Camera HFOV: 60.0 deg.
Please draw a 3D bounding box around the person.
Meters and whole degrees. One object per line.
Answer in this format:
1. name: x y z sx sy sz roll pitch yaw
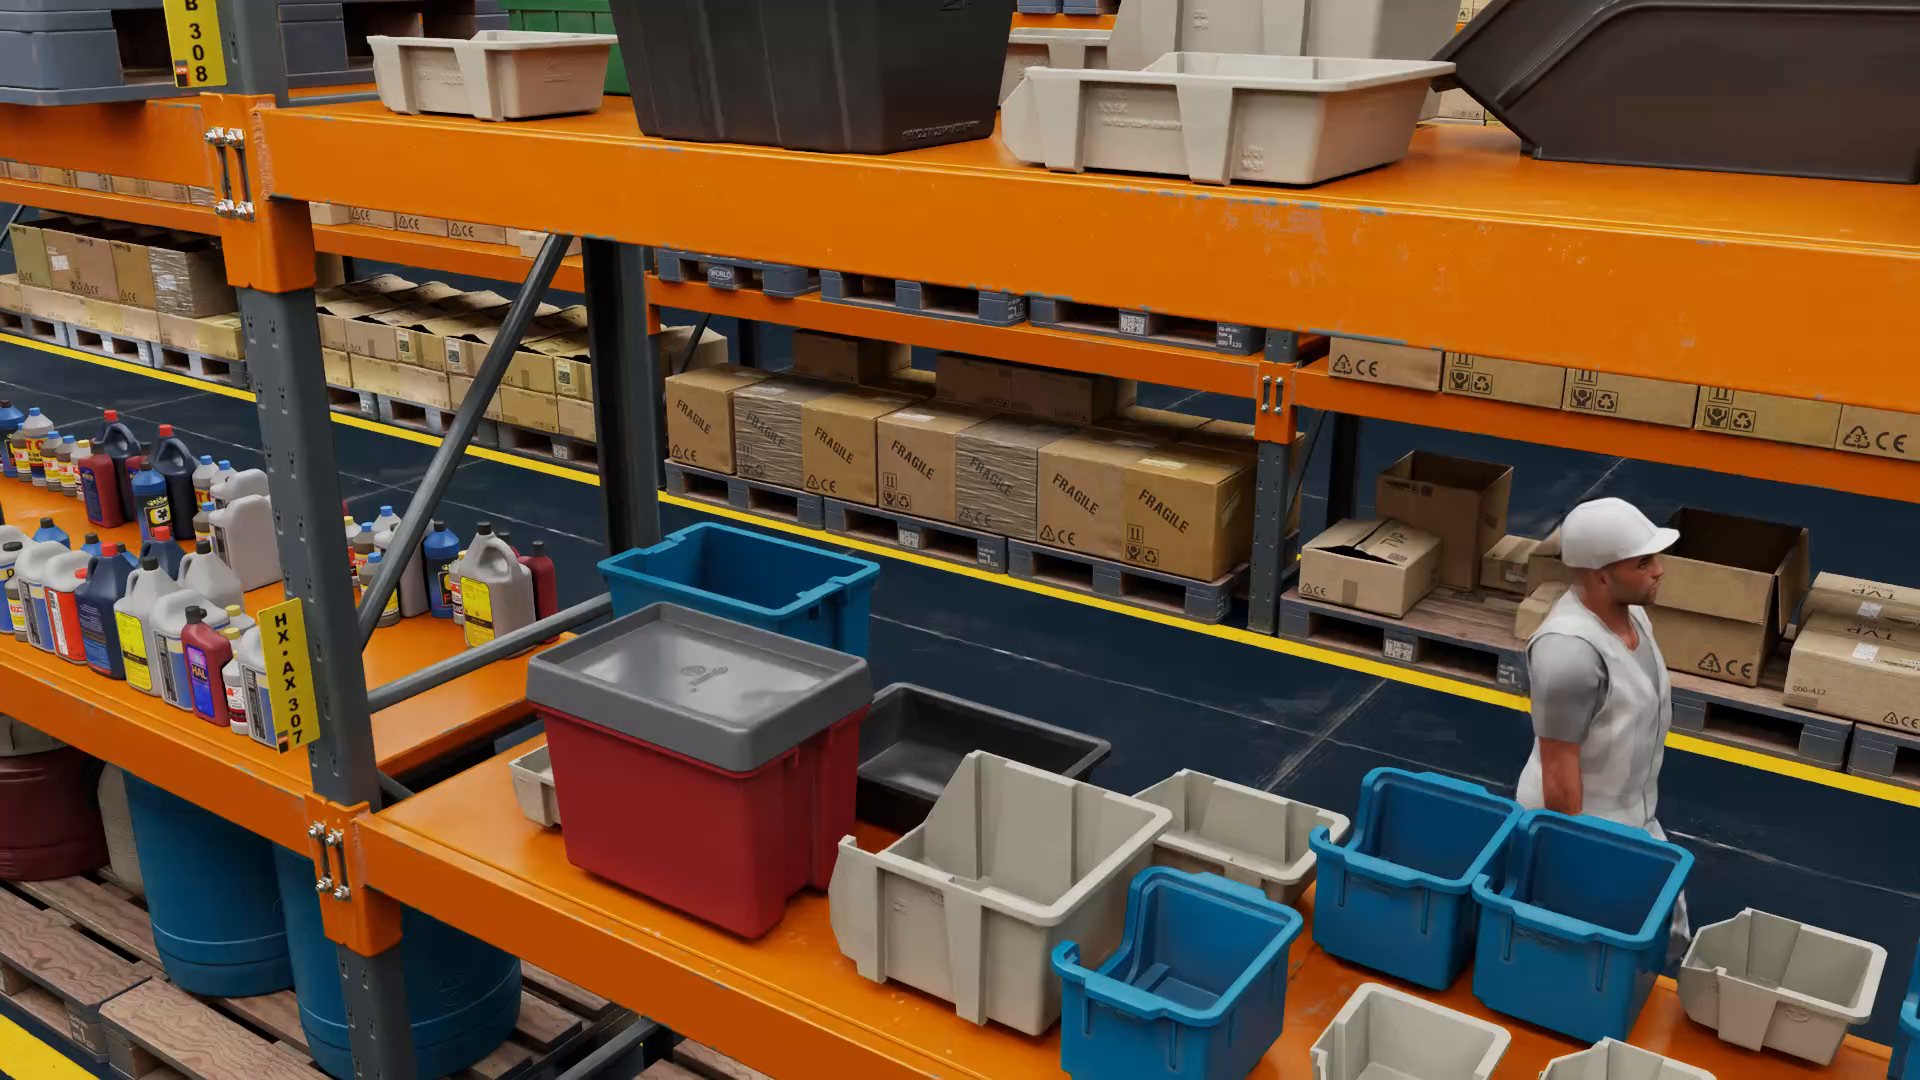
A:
1. person: 1.674 0.756 4.349 0.448 1.795 0.534 16 25 38
